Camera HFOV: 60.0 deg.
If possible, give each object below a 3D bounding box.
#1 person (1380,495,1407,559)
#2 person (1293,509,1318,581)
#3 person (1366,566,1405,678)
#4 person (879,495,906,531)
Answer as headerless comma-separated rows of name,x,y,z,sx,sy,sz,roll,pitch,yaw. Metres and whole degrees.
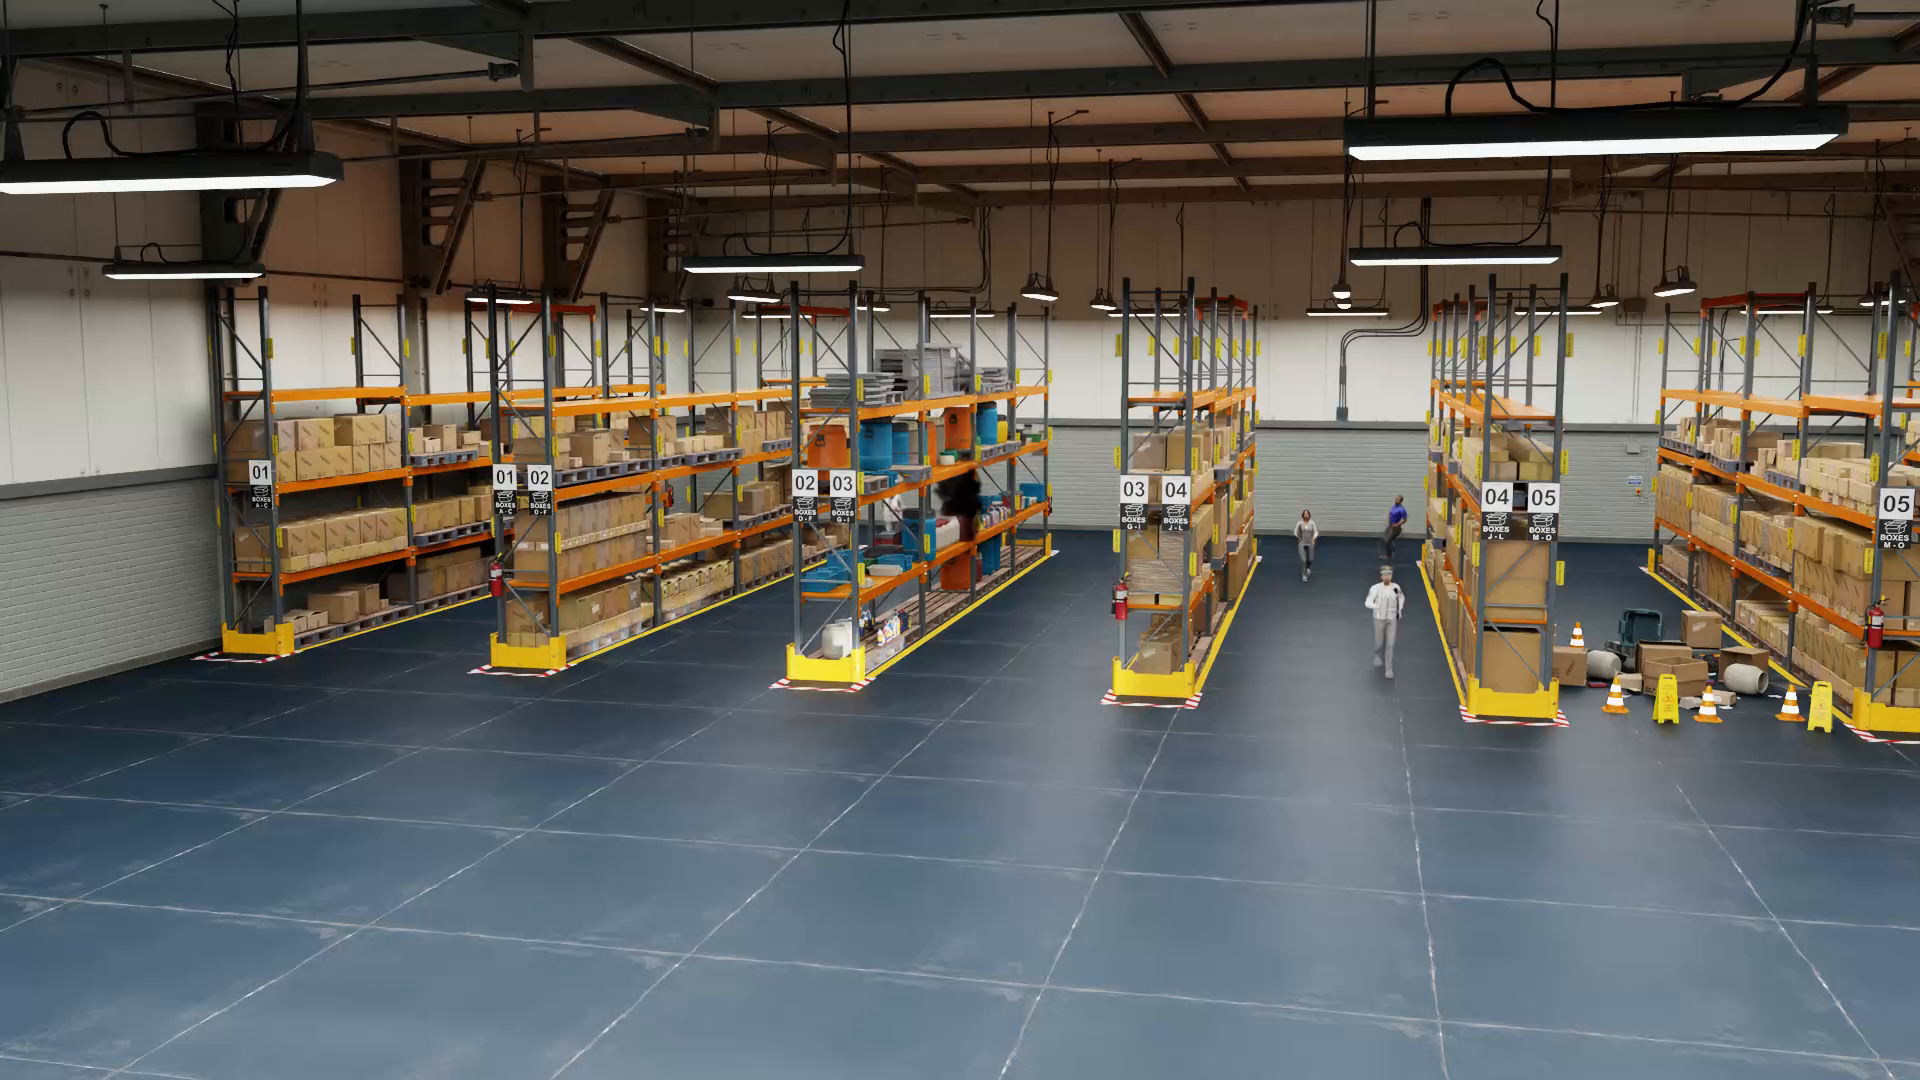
person,10.291,-0.261,39.466,0.479,1.473,0.747,-3,7,-23
person,7.449,0.118,35.825,0.531,1.552,0.550,1,7,7
person,6.511,1.214,25.424,0.617,1.667,0.957,1,7,5
person,-1.625,-0.469,39.863,0.659,1.765,0.944,0,7,4
